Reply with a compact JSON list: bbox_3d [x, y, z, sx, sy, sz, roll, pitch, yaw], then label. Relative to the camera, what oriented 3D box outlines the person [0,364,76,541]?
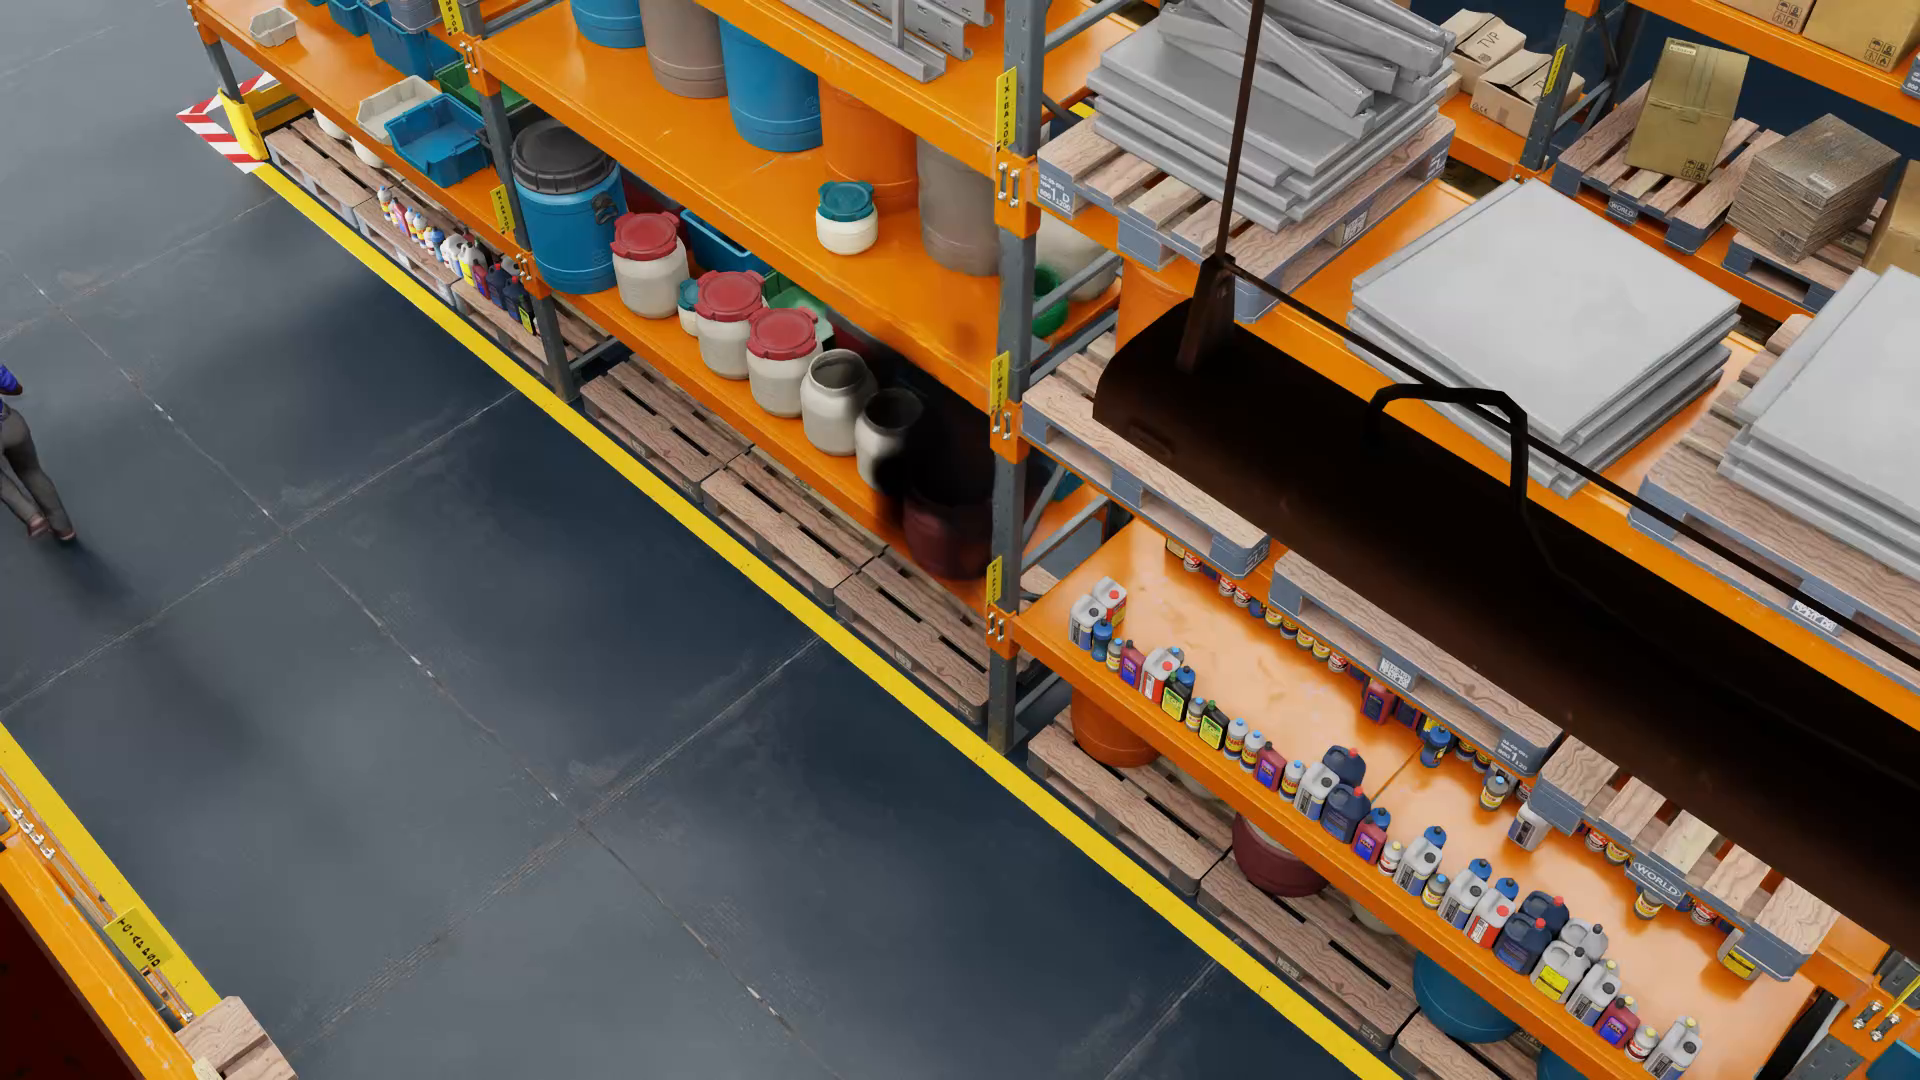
[{"bbox_3d":[-5.760,-0.636,9.846,0.571,1.617,0.563,34,58,25],"label":"person"}]
